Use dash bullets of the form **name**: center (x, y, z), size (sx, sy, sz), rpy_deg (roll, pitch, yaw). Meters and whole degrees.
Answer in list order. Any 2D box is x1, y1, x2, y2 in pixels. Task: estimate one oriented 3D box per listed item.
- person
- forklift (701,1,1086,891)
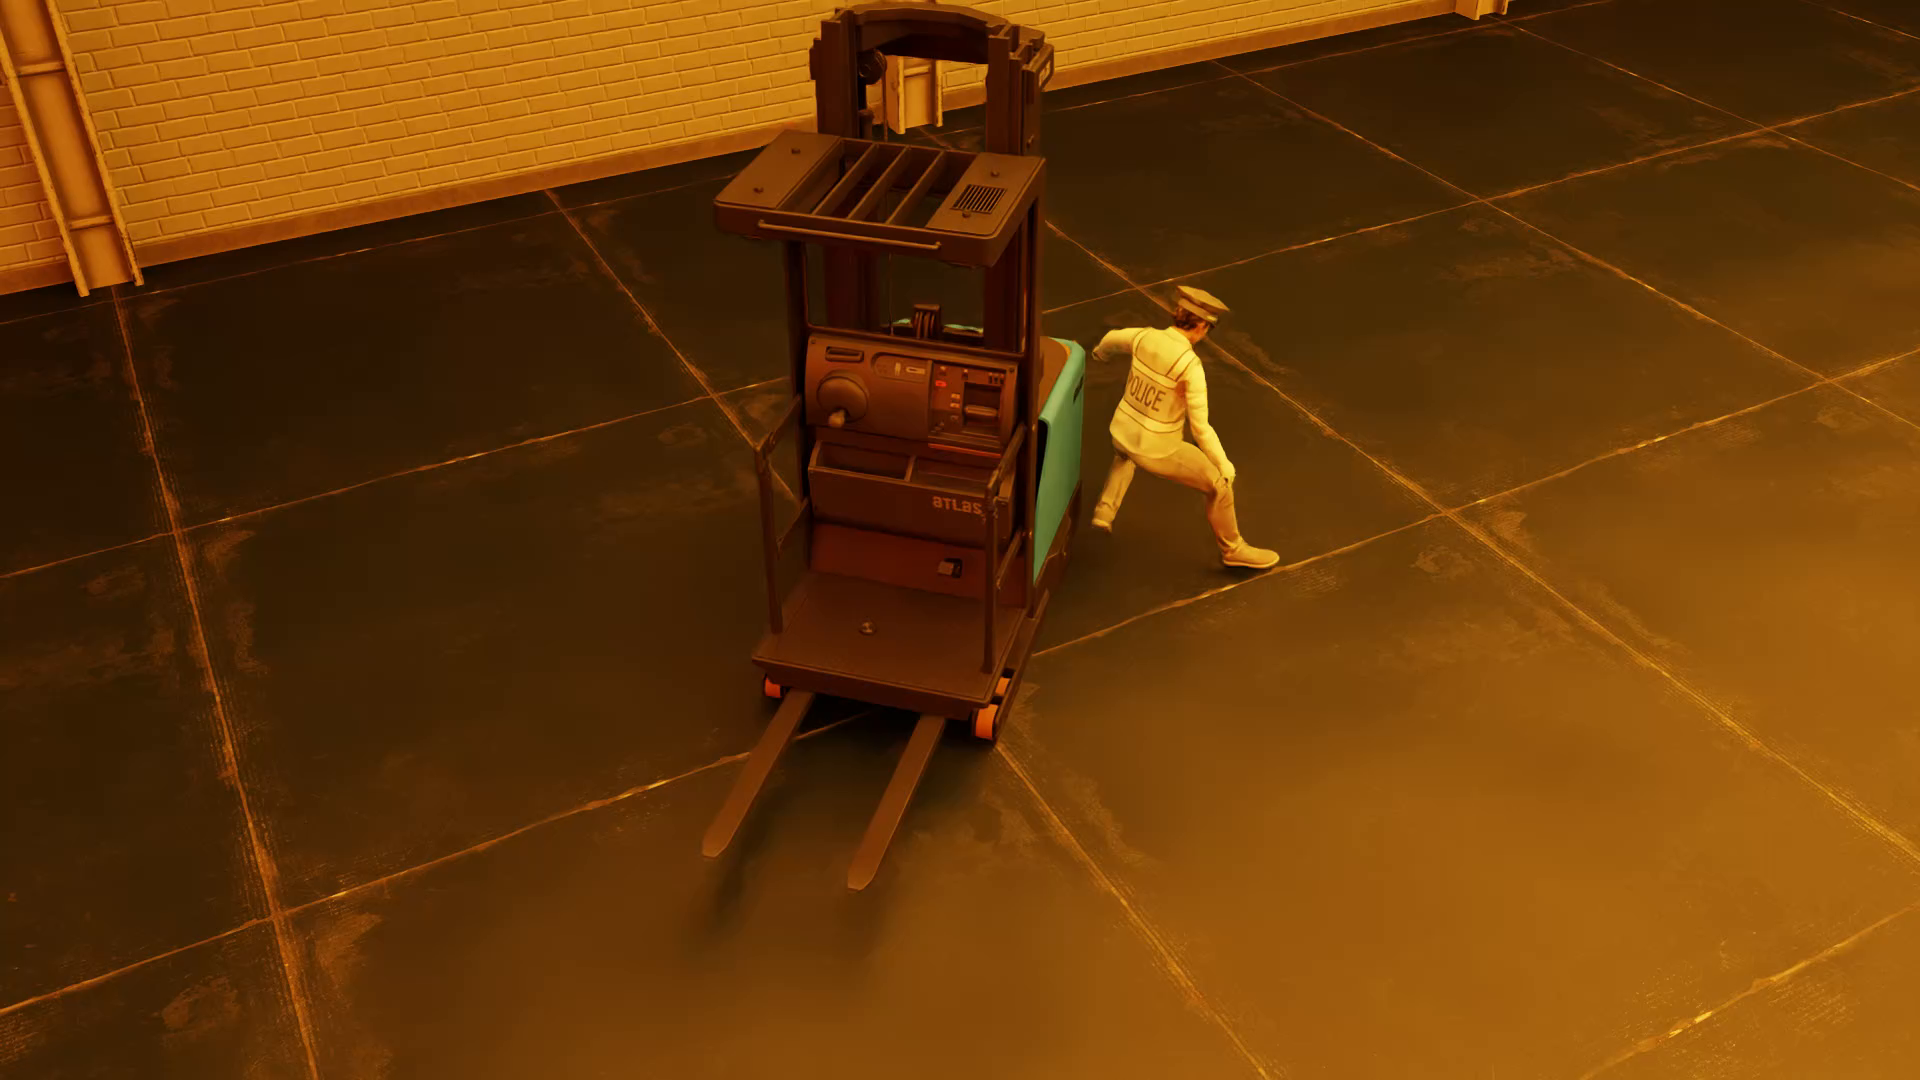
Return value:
- **person**: center (0.994, -0.593, 8.180), size (0.775, 1.485, 1.109), rpy_deg (-21, 41, -27)
- **forklift**: center (-0.271, -0.562, 6.919), size (1.130, 2.935, 3.031), rpy_deg (10, 36, 13)
